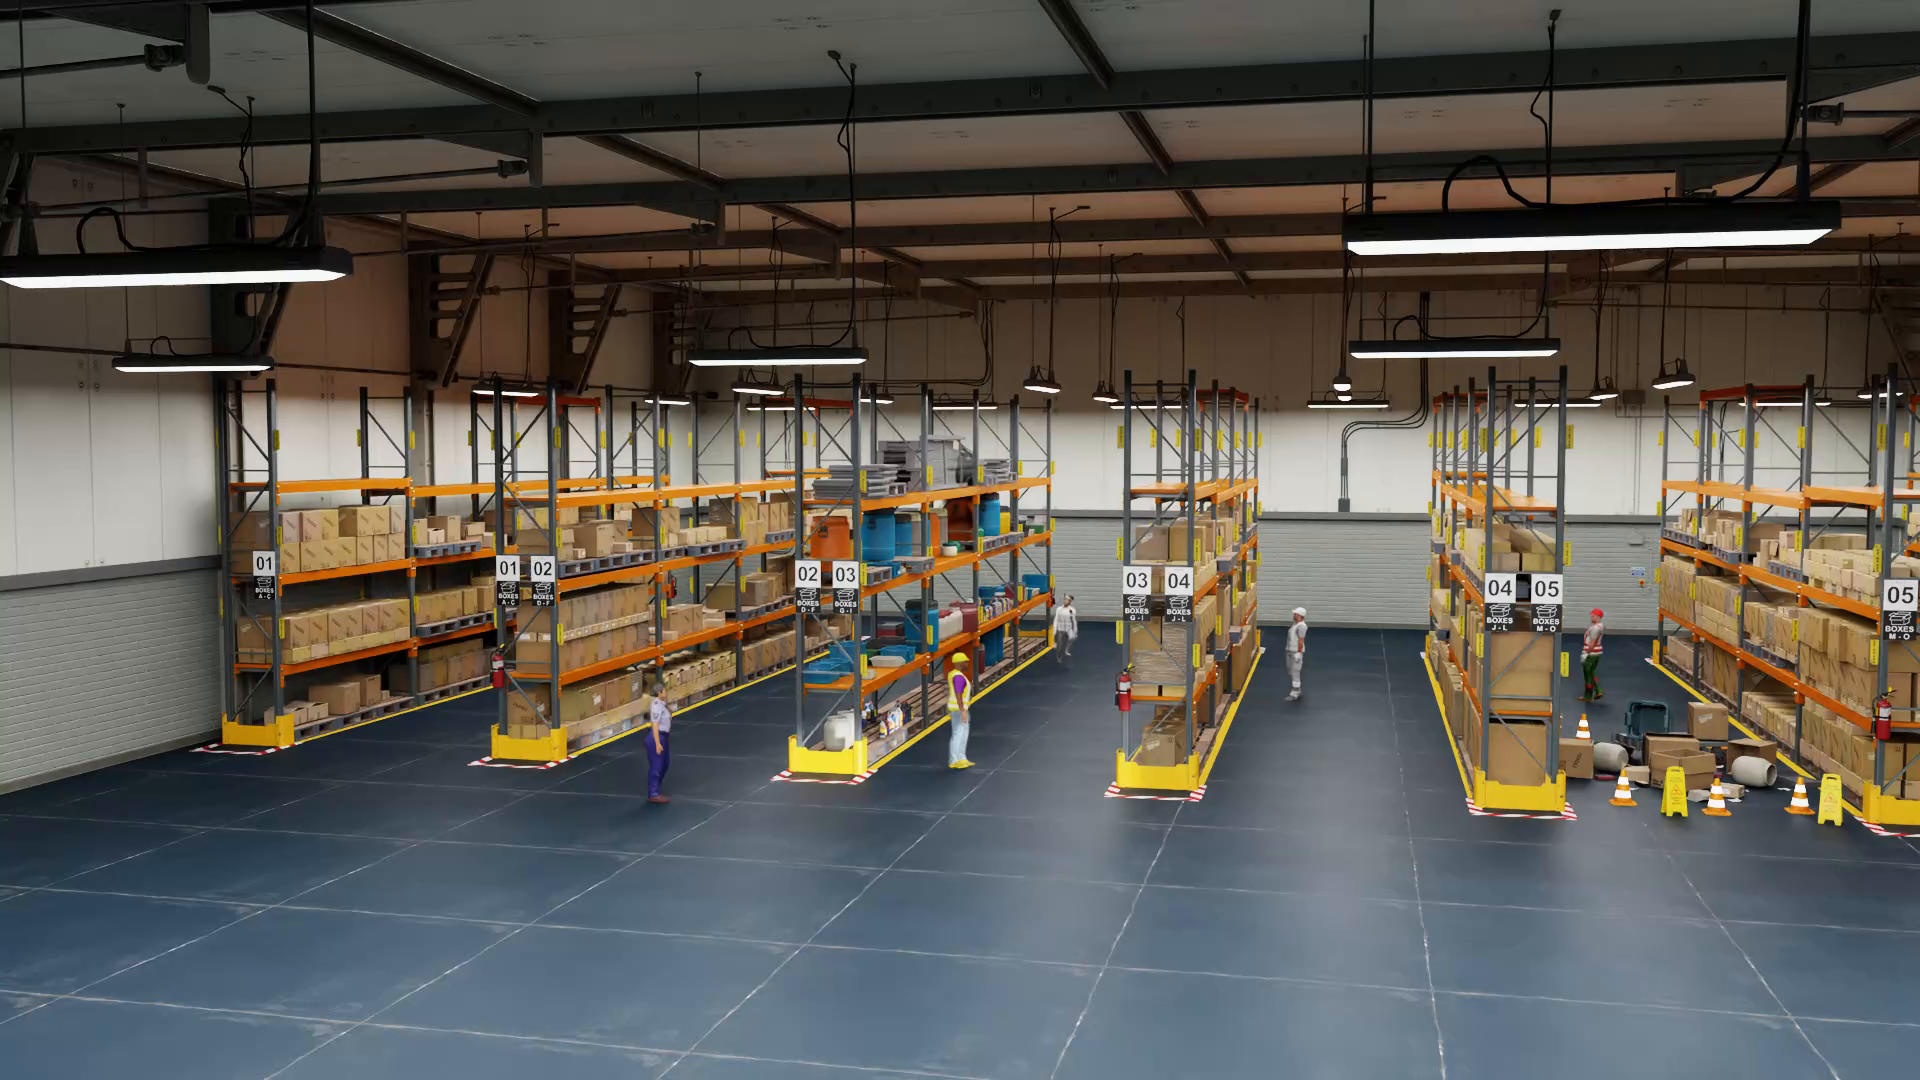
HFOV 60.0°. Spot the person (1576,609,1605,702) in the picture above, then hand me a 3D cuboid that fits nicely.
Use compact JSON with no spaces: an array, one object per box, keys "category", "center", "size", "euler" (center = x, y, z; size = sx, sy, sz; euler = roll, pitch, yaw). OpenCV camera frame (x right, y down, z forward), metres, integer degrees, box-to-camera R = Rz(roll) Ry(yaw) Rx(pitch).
[{"category":"person","center":[12.037,2.199,31.727],"size":[0.596,1.789,0.510],"euler":[-3,4,-40]}]

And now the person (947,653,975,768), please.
[{"category":"person","center":[0.026,2.620,25.398],"size":[0.445,1.793,0.664],"euler":[0,3,-2]}]

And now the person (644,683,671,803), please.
[{"category":"person","center":[-4.187,2.840,23.058],"size":[0.364,1.683,0.574],"euler":[0,3,-6]}]

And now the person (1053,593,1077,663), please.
[{"category":"person","center":[2.304,1.957,36.461],"size":[0.546,1.587,0.930],"euler":[0,3,0]}]

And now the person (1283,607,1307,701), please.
[{"category":"person","center":[6.437,2.193,32.143],"size":[0.565,1.791,0.560],"euler":[-2,4,-24]}]
